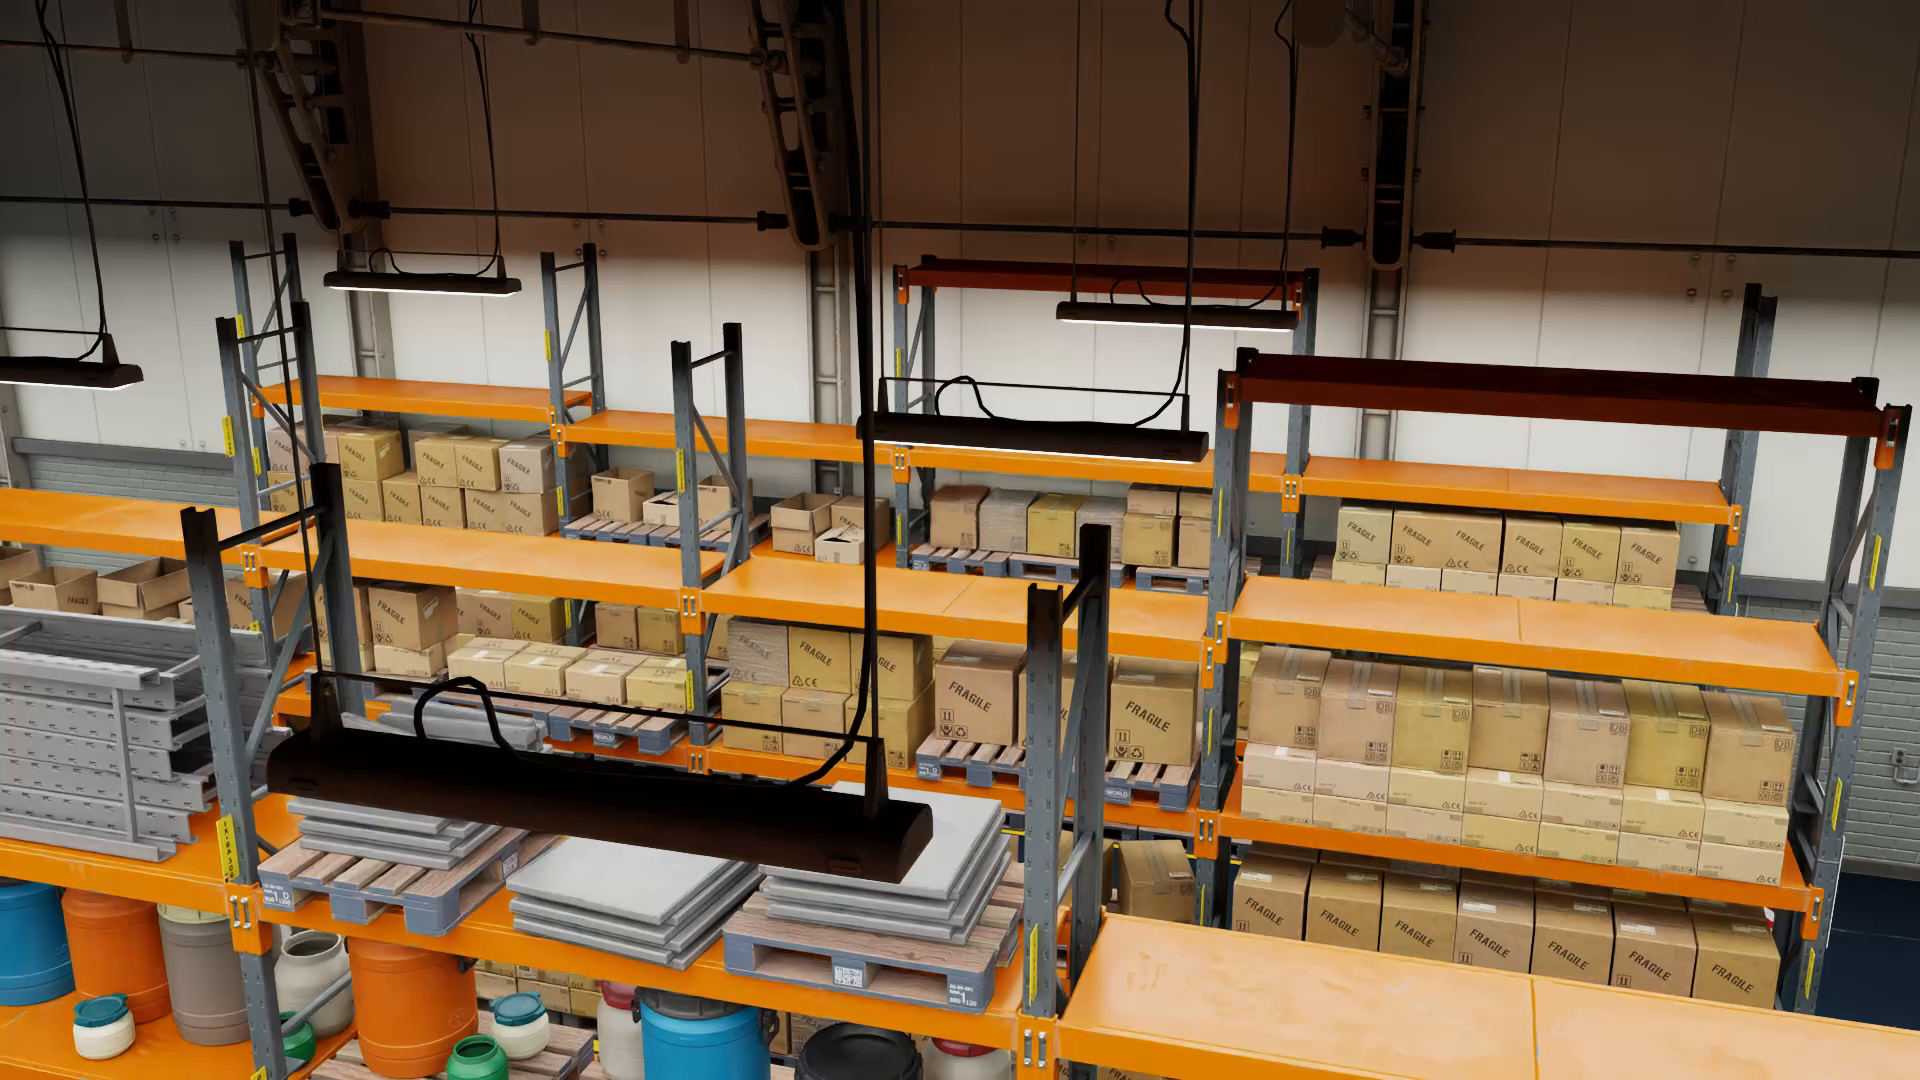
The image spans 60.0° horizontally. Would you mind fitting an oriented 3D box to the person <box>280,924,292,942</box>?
[{"bbox_3d":[-5.703,3.511,13.434,0.658,1.828,0.651,9,19,29],"label":"person"}]
